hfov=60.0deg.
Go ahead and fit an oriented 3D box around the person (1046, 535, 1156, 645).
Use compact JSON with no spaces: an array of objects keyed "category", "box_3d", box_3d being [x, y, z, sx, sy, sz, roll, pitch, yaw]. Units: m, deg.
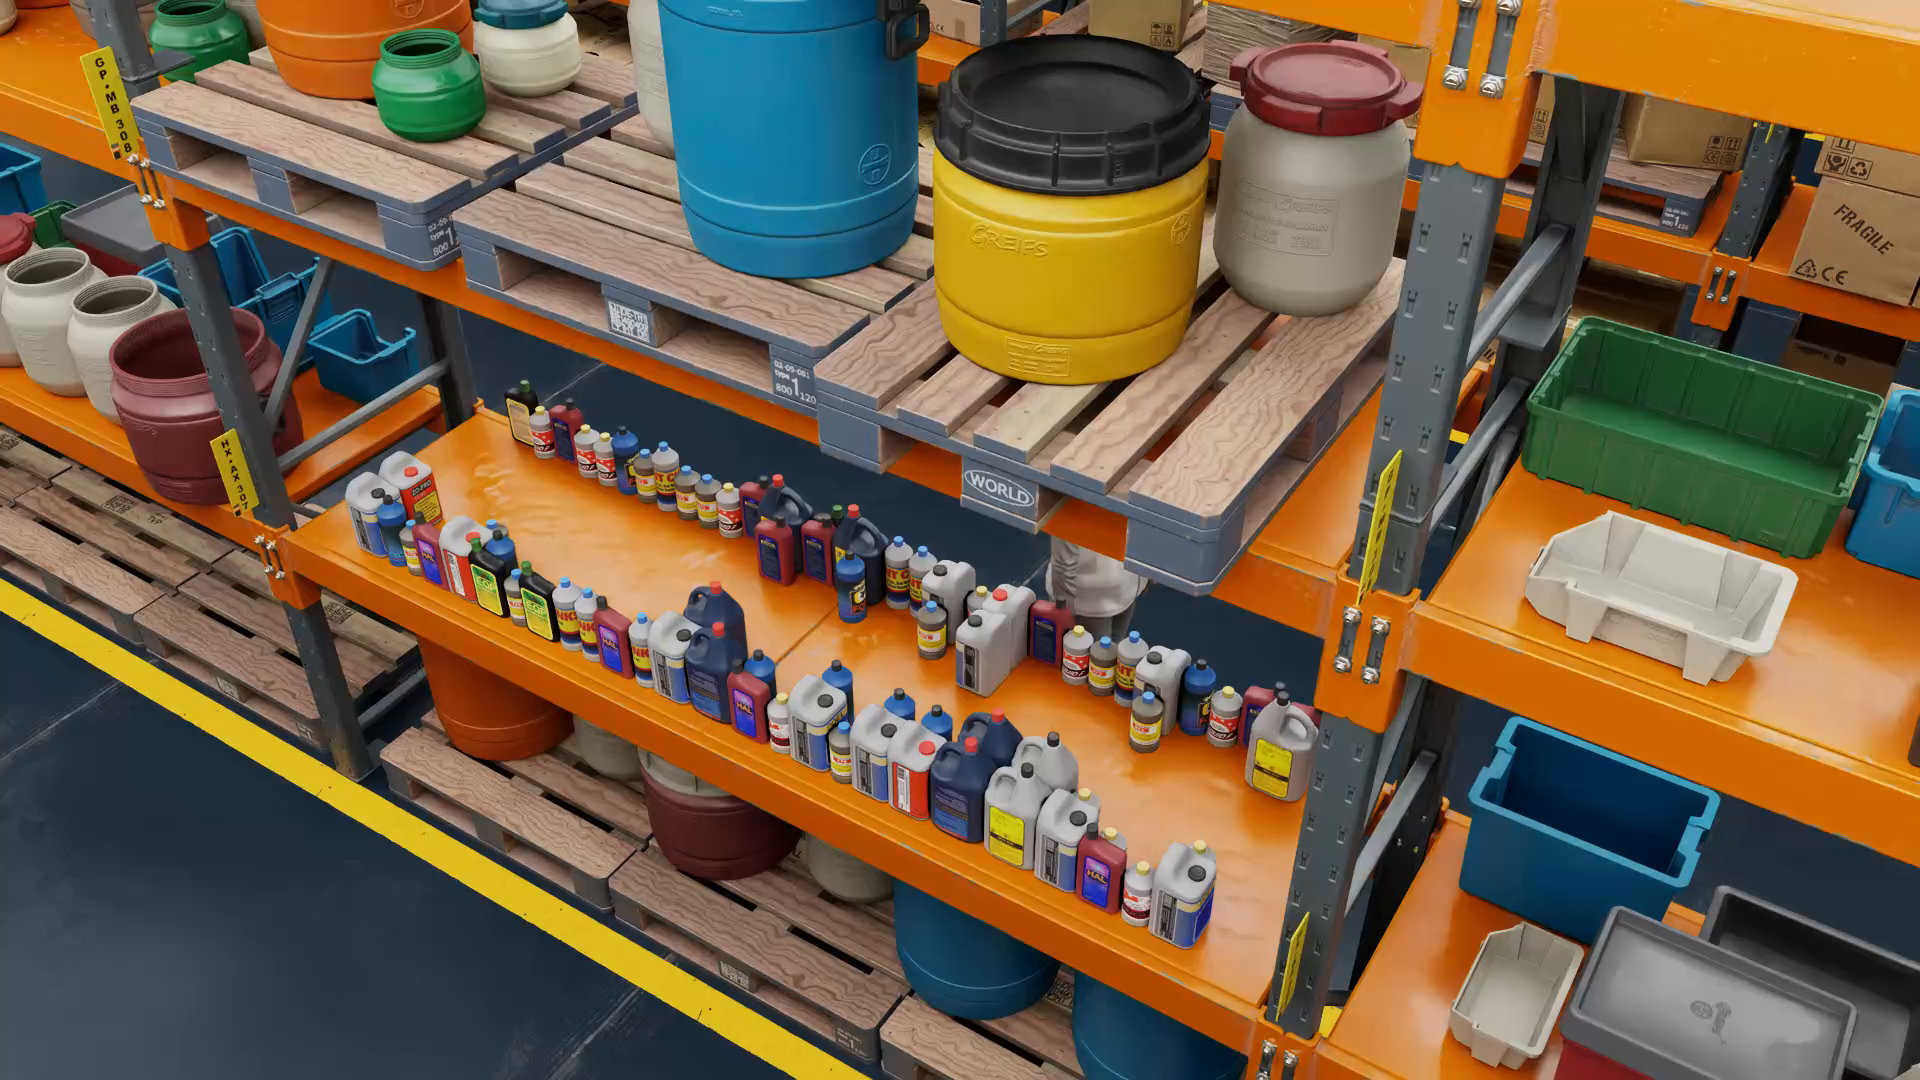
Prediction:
[{"category":"person","box_3d":[0.548,0.174,6.439,0.367,1.776,0.542,22,43,26]}]
